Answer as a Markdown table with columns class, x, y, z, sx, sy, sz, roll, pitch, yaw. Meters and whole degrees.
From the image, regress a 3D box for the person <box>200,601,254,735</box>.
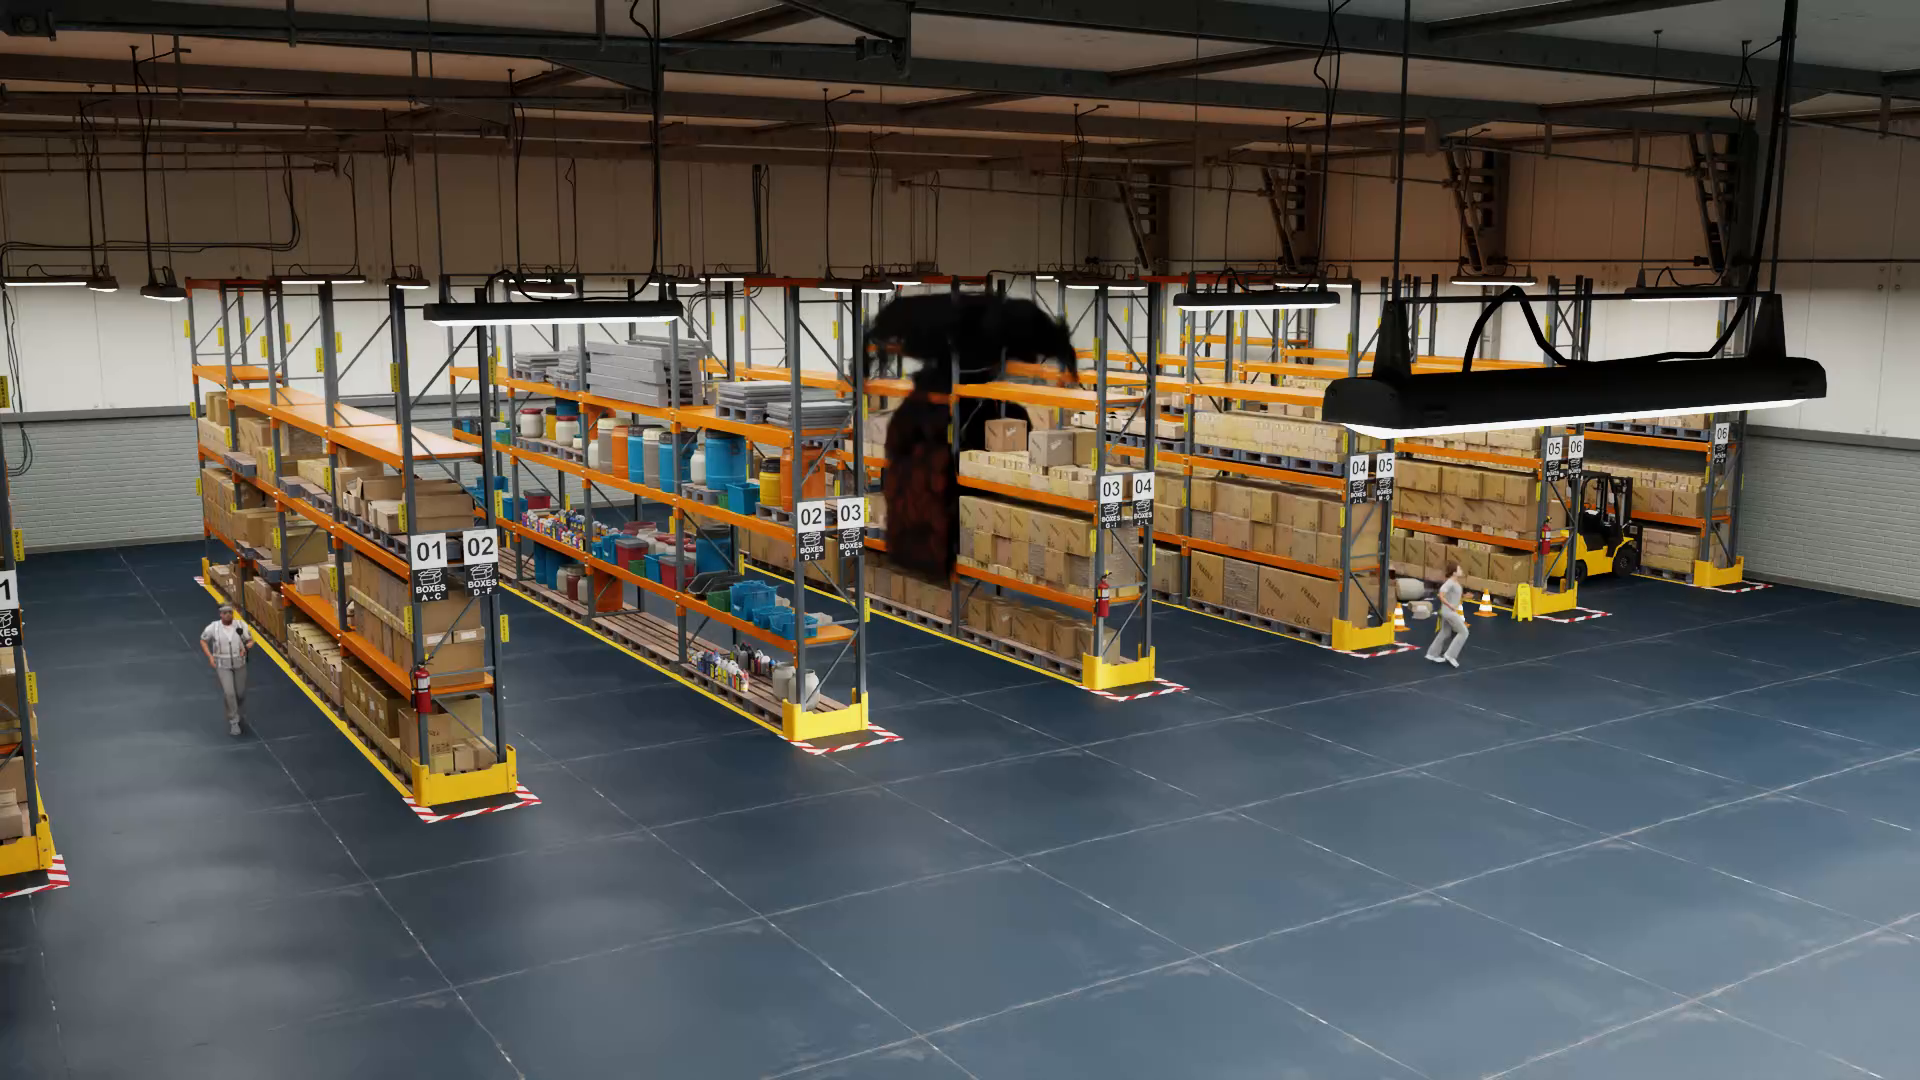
| class | x | y | z | sx | sy | sz | roll | pitch | yaw |
| --- | --- | --- | --- | --- | --- | --- | --- | --- | --- |
| person | -9.936 | 1.697 | 22.624 | 0.666 | 1.790 | 0.825 | -6 | 11 | -32 |

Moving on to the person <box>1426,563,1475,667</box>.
| class | x | y | z | sx | sy | sz | roll | pitch | yaw |
| --- | --- | --- | --- | --- | --- | --- | --- | --- | --- |
| person | 7.692 | 1.180 | 26.061 | 0.700 | 1.690 | 0.569 | 2 | 10 | 14 |
